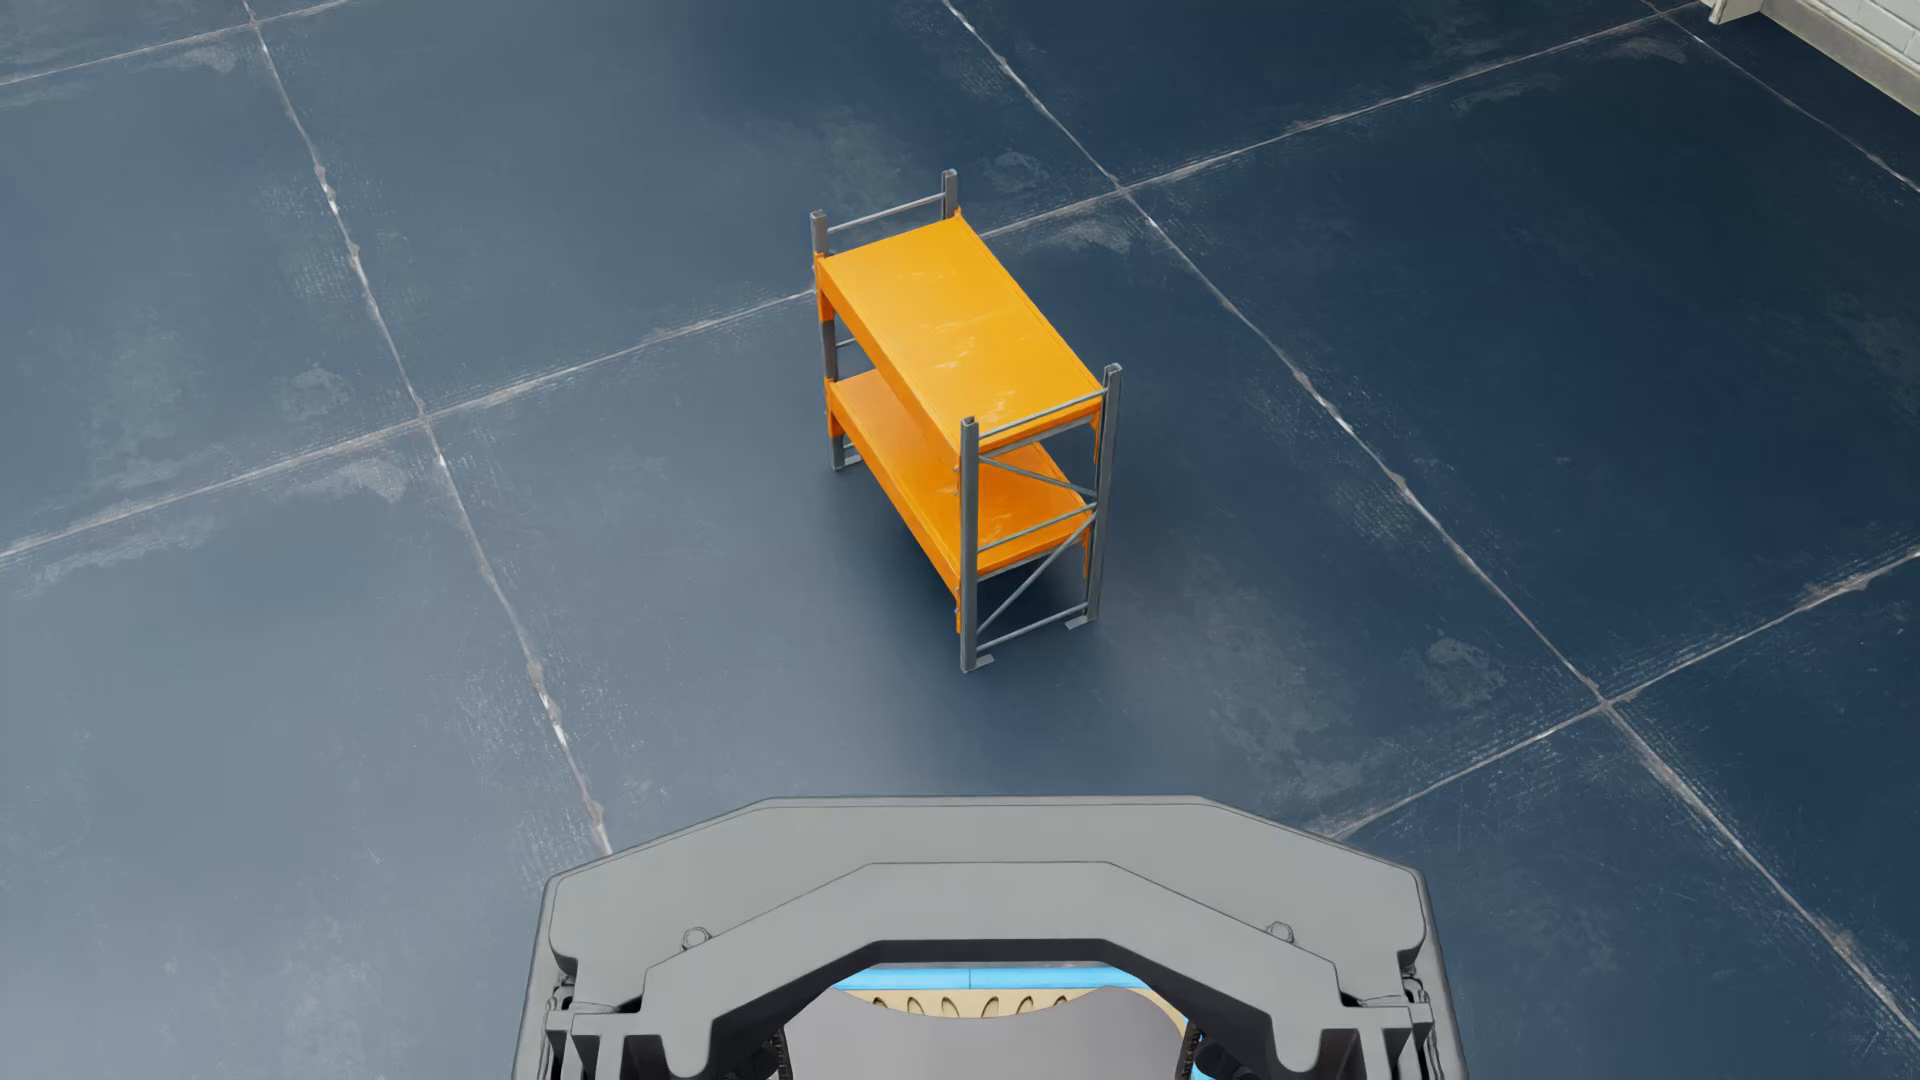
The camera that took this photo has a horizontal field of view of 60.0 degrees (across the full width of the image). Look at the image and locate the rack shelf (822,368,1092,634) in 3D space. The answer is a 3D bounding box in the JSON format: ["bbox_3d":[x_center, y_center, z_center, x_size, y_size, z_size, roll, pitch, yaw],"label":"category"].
[{"bbox_3d":[-0.003,-0.214,5.515,0.538,0.278,1.000,-21,52,-18],"label":"rack shelf"}]

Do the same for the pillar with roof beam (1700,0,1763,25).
[{"bbox_3d":[-0.196,-4.107,3.364,9.100,9.000,0.400,-21,52,-18],"label":"pillar with roof beam"}]

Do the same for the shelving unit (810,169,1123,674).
[{"bbox_3d":[-0.003,-0.375,5.331,0.538,1.125,1.048,-21,52,-18],"label":"shelving unit"}]

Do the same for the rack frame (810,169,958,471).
[{"bbox_3d":[-0.236,-0.715,5.628,0.500,1.125,0.032,-21,52,-18],"label":"rack frame"}]

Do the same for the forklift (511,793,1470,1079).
[{"bbox_3d":[0.034,1.768,2.257,1.130,2.935,3.031,0,49,0],"label":"forklift"}]

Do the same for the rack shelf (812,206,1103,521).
[{"bbox_3d":[-0.003,-0.568,5.110,0.538,0.278,1.000,-21,52,-18],"label":"rack shelf"}]

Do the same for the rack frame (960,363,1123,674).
[{"bbox_3d":[0.230,-0.035,5.033,0.500,1.125,0.032,-21,52,-18],"label":"rack frame"}]
